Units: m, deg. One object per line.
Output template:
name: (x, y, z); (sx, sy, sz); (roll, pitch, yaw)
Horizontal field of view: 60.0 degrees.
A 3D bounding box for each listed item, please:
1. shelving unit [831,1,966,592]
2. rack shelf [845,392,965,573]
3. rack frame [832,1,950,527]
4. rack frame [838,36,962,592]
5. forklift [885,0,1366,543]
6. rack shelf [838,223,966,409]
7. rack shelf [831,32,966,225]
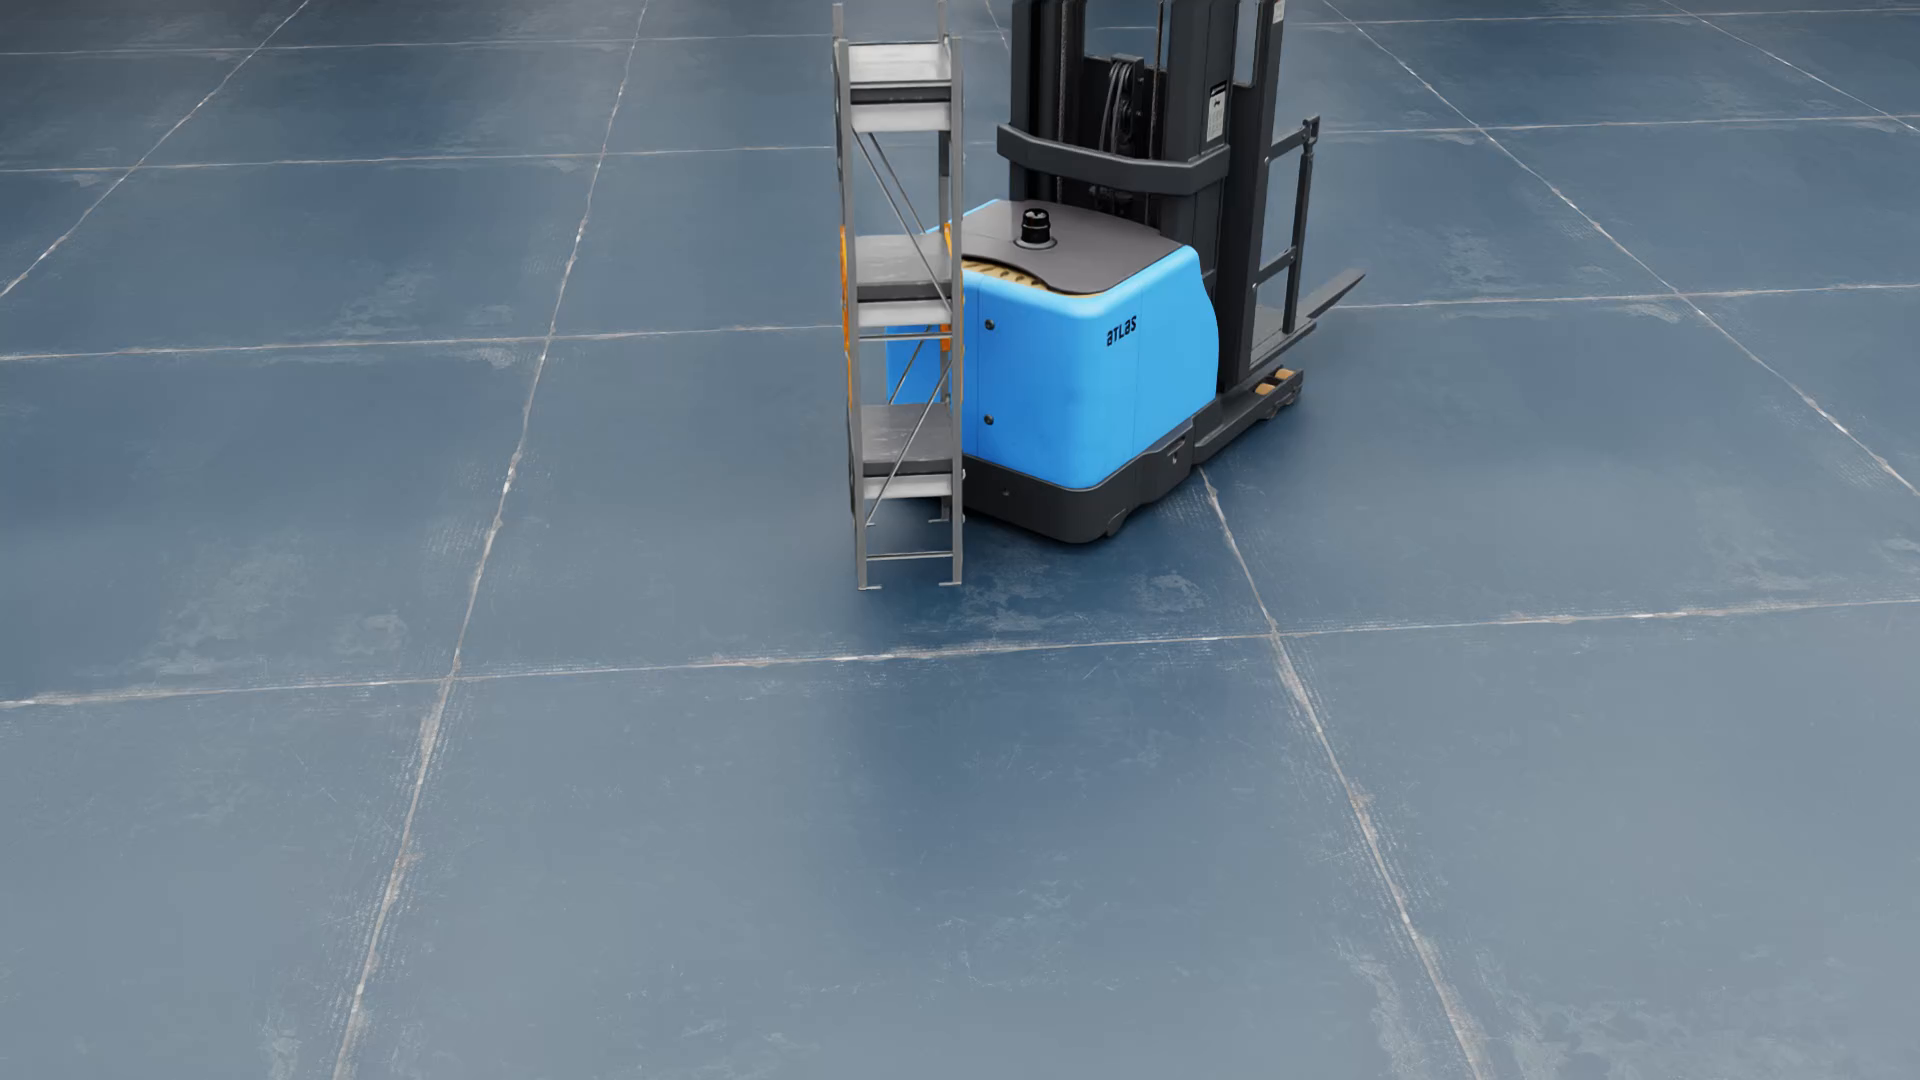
shelving unit: (-0.218, -0.841, 6.111); (0.431, 2.100, 0.503); (-3, 31, -5)
rack shelf: (-0.218, -0.228, 6.477); (0.431, 0.518, 0.480); (-3, 31, -5)
rack frame: (-0.243, -0.966, 6.319); (0.400, 2.100, 0.015); (-3, 31, -5)
rack frame: (-0.194, -0.717, 5.902); (0.400, 2.100, 0.015); (-3, 31, -5)
forklift: (0.956, -1.946, 7.150); (1.130, 2.935, 3.031); (21, 36, 30)
rack shelf: (-0.218, -0.829, 6.118); (0.431, 0.518, 0.480); (-3, 31, -5)
rack shelf: (-0.218, -1.430, 5.759); (0.431, 0.518, 0.480); (-3, 31, -5)
